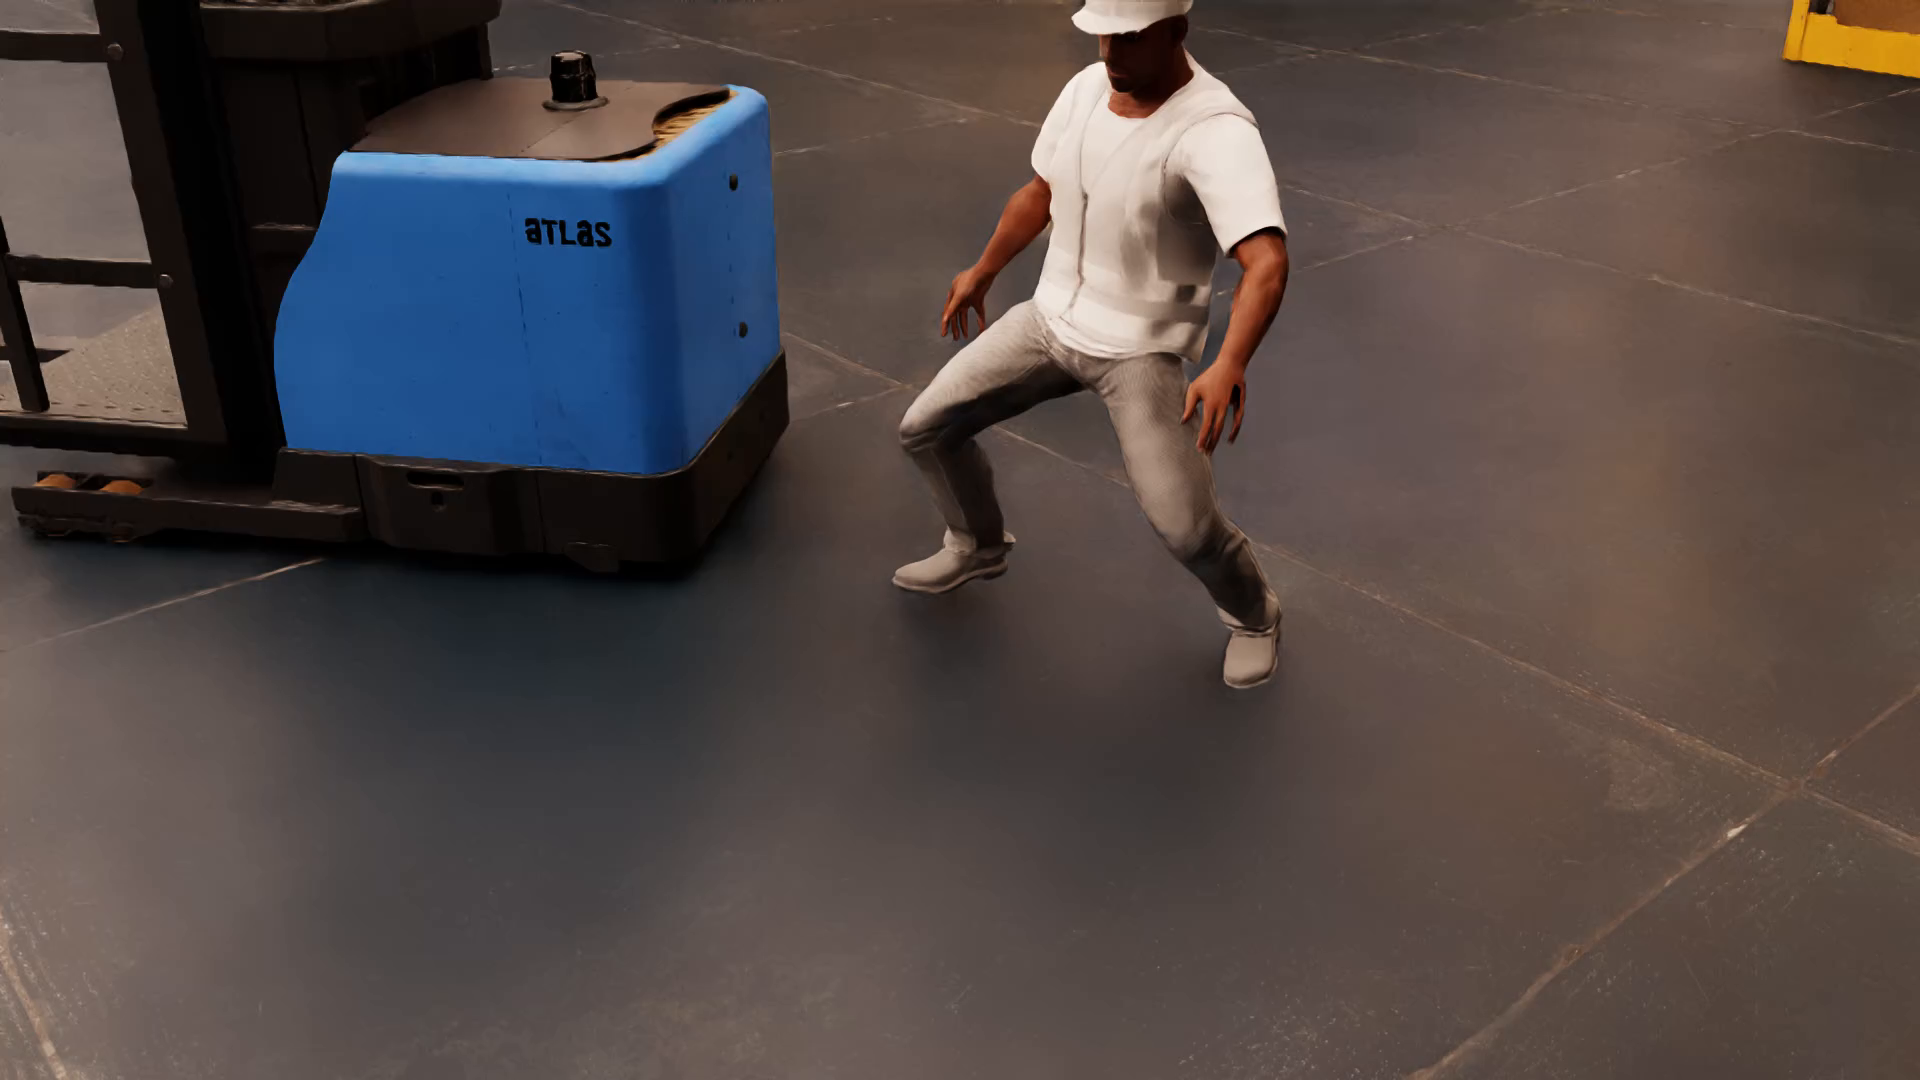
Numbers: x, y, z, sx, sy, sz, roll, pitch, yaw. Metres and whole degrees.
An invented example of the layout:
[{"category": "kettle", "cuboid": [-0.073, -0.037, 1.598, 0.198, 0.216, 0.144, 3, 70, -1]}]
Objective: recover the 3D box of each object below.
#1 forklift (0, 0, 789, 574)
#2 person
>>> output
[{"category": "forklift", "cuboid": [-2.086, -1.531, 4.288, 3.031, 2.935, 1.130, 5, 27, 9]}, {"category": "person", "cuboid": [0.356, -0.470, 3.655, 0.702, 1.631, 1.021, -20, 32, -34]}]
